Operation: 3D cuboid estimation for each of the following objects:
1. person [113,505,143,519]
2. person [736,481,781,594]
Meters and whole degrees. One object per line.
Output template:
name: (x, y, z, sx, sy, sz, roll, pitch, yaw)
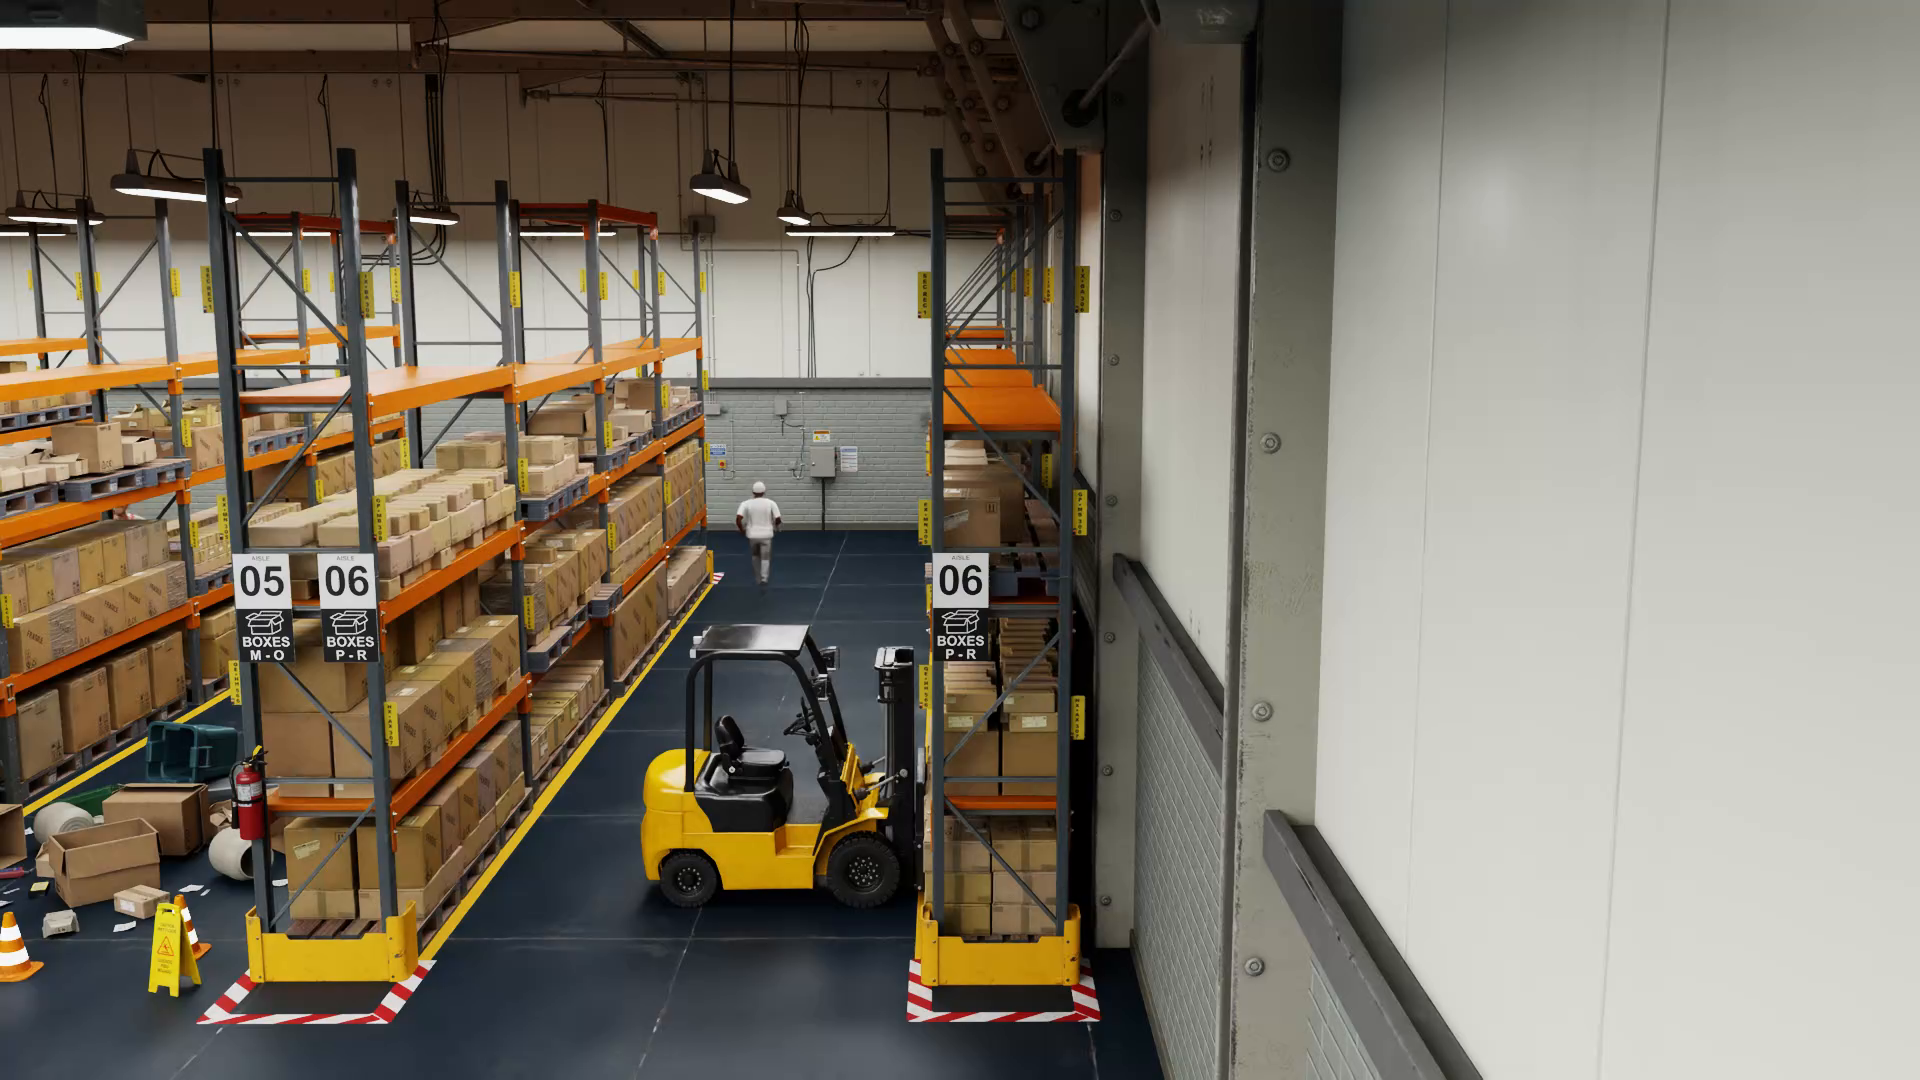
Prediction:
person: (-12.840, 0.205, 25.601, 0.655, 1.737, 0.710, 0, 9, -3)
person: (-3.127, -0.045, 25.906, 0.689, 1.729, 0.780, -1, 9, -3)
